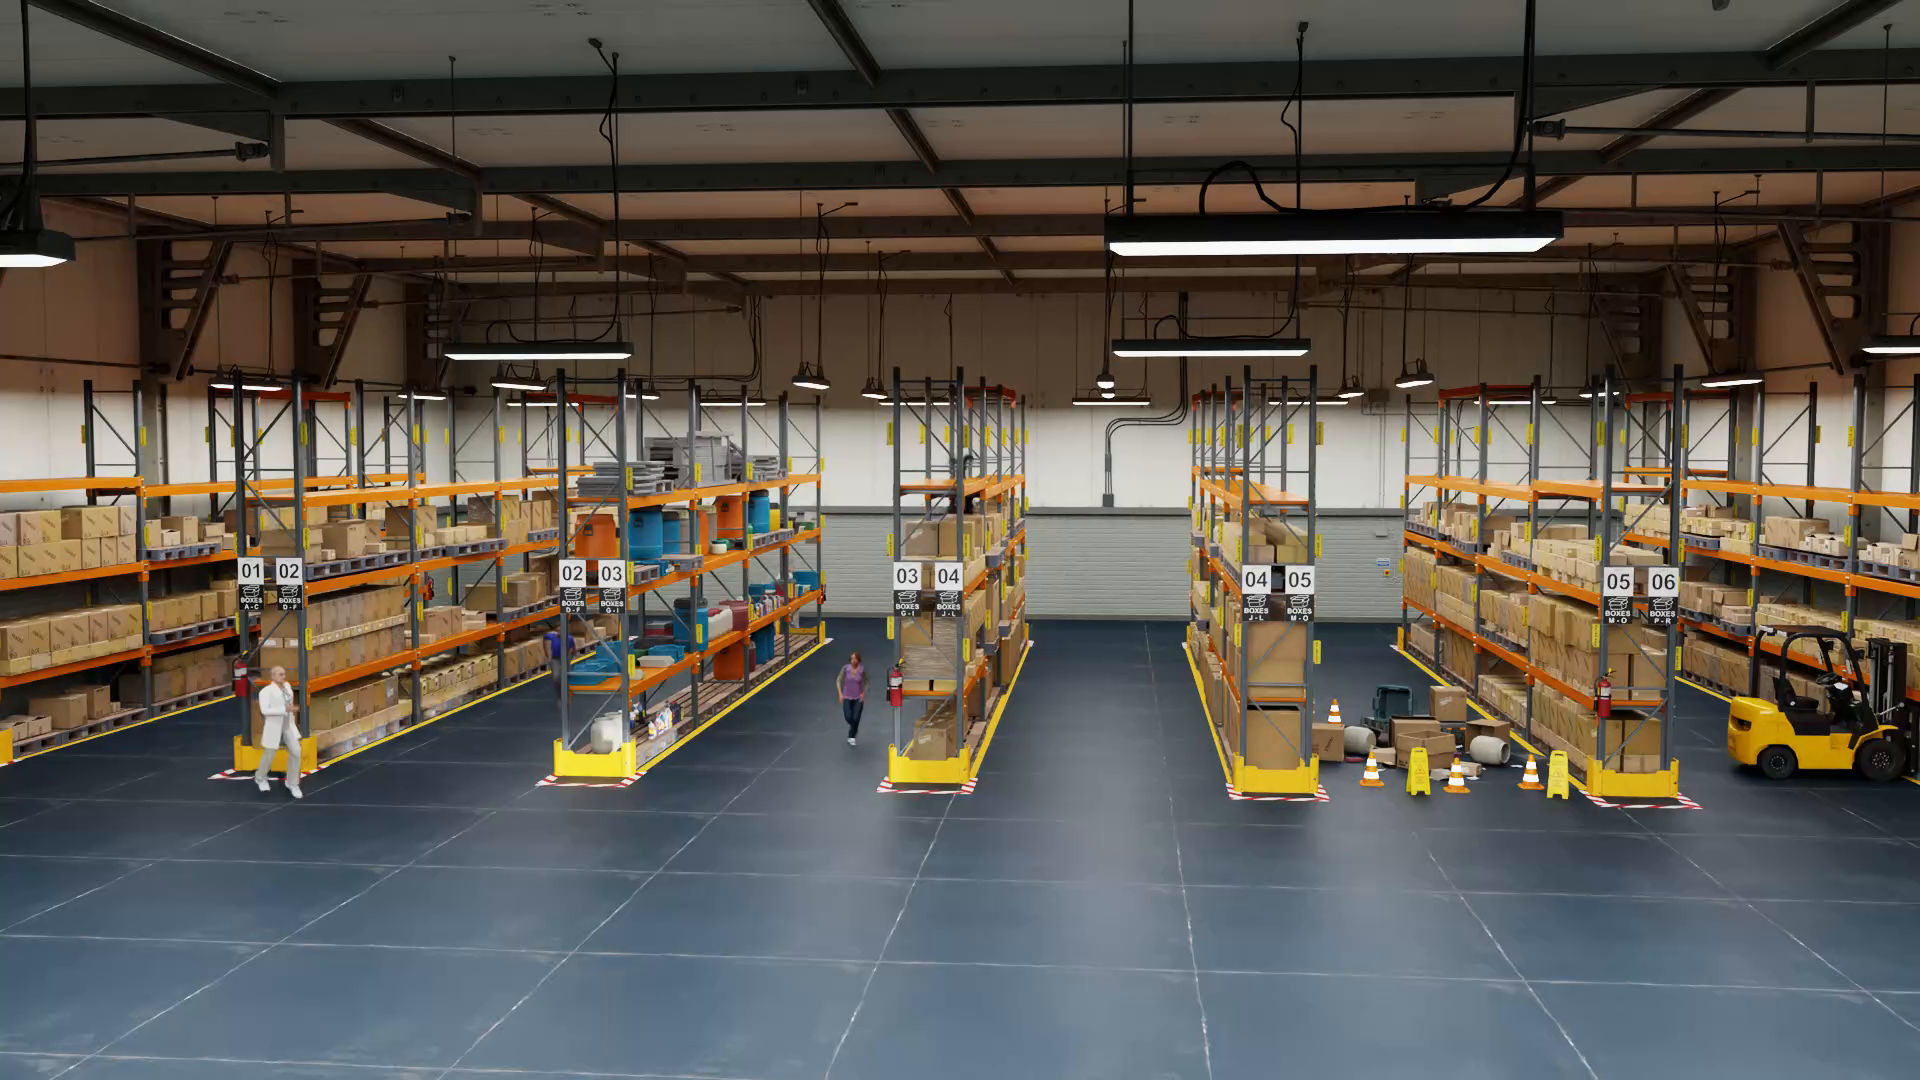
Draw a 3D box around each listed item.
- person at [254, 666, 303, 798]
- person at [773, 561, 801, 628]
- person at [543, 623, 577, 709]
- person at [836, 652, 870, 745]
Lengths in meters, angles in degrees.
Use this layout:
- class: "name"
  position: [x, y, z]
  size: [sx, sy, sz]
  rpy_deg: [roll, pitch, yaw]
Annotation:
- class: "person"
  position: [-9.512, 2.679, 23.168]
  size: [0.948, 1.827, 0.656]
  rpy_deg: [2, 4, 34]
- class: "person"
  position: [-4.438, 1.450, 43.102]
  size: [0.873, 1.840, 0.643]
  rpy_deg: [1, 4, 21]
- class: "person"
  position: [-7.455, 2.318, 31.035]
  size: [0.624, 1.620, 0.953]
  rpy_deg: [0, 4, -7]
- class: "person"
  position: [-1.737, 2.563, 27.027]
  size: [0.548, 1.534, 0.512]
  rpy_deg: [0, 4, -2]
